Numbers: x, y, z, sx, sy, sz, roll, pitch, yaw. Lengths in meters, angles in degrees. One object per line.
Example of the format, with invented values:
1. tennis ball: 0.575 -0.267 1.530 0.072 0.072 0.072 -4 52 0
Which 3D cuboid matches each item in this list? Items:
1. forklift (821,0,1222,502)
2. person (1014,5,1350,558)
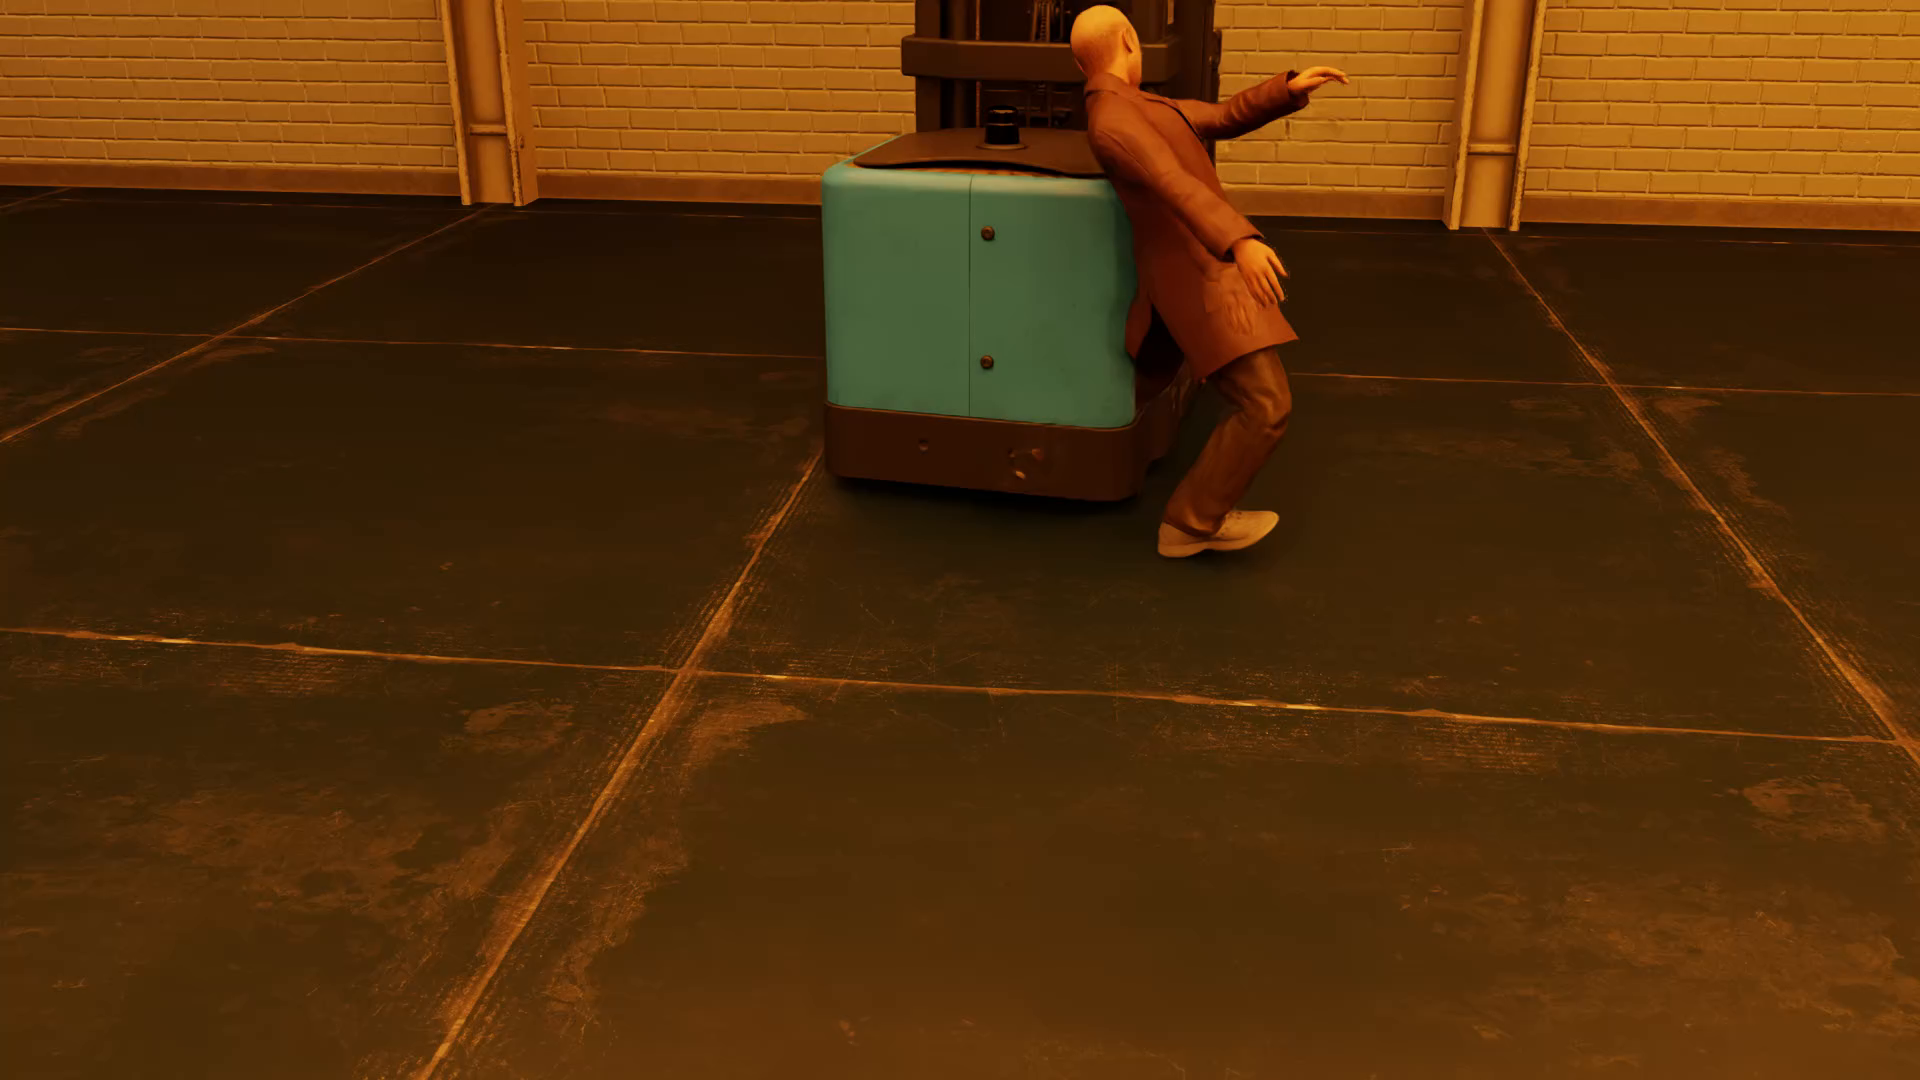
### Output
1. forklift: 0.438 -2.002 6.225 1.130 2.935 3.031 6 23 15
2. person: 0.669 -0.714 4.823 0.893 1.565 0.979 -4 22 -10
